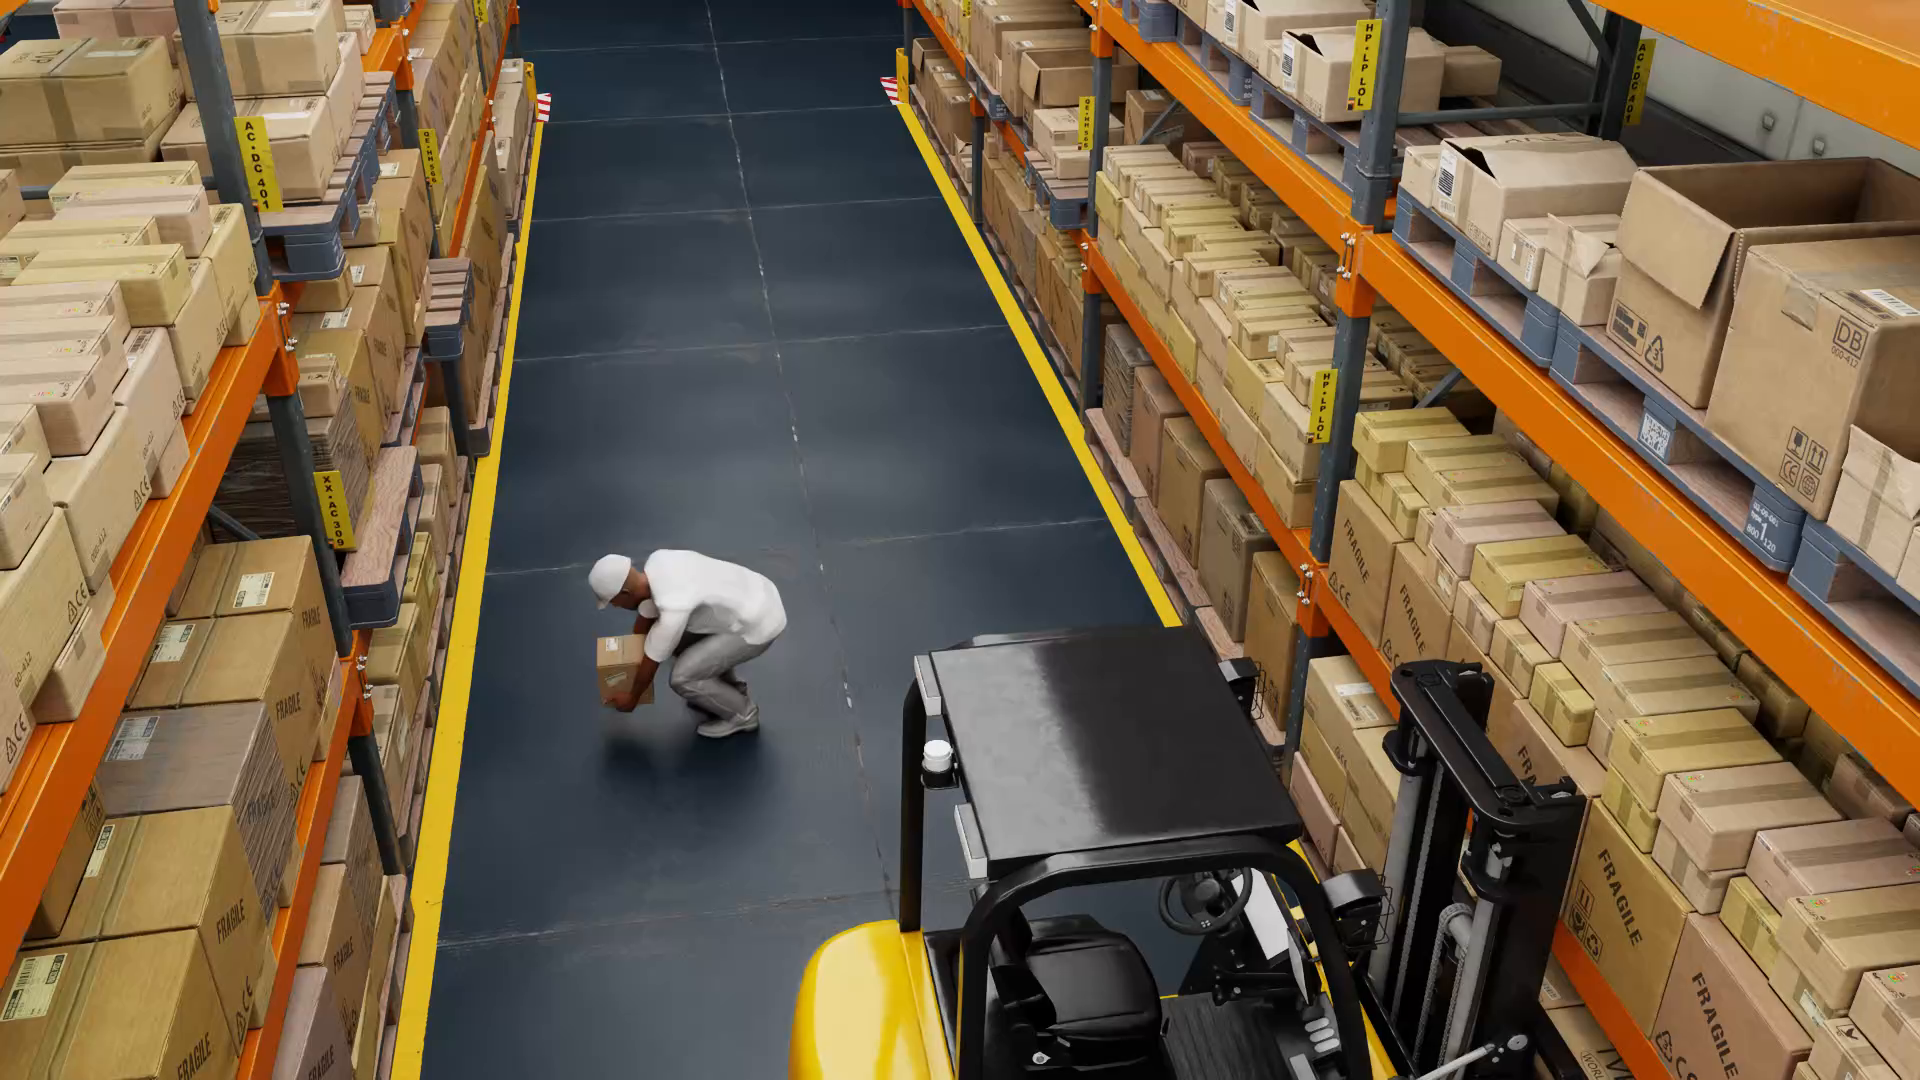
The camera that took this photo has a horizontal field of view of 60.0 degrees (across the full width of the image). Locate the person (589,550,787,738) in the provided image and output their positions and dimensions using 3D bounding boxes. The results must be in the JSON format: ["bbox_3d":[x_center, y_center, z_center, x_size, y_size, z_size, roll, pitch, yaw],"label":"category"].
[{"bbox_3d":[-1.297,0.469,8.070,0.911,1.010,0.534,-6,31,-10],"label":"person"}]
